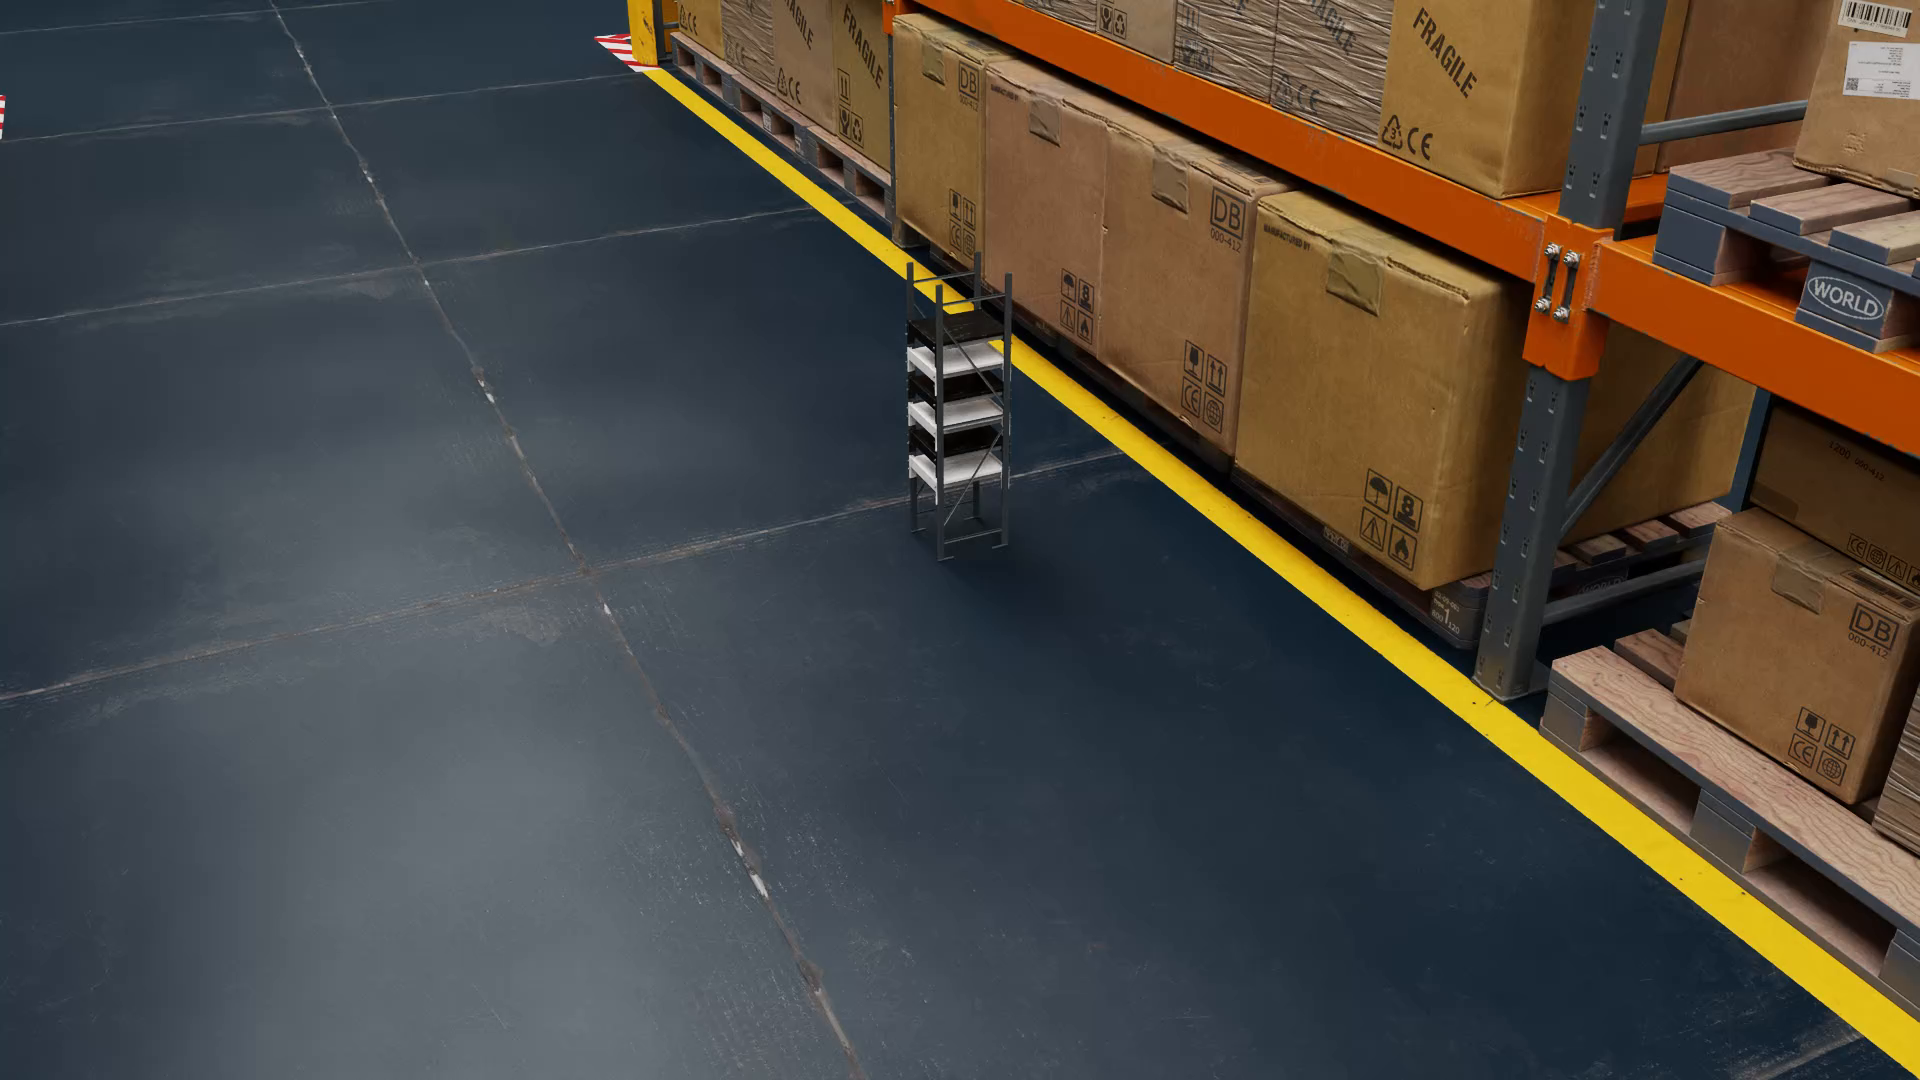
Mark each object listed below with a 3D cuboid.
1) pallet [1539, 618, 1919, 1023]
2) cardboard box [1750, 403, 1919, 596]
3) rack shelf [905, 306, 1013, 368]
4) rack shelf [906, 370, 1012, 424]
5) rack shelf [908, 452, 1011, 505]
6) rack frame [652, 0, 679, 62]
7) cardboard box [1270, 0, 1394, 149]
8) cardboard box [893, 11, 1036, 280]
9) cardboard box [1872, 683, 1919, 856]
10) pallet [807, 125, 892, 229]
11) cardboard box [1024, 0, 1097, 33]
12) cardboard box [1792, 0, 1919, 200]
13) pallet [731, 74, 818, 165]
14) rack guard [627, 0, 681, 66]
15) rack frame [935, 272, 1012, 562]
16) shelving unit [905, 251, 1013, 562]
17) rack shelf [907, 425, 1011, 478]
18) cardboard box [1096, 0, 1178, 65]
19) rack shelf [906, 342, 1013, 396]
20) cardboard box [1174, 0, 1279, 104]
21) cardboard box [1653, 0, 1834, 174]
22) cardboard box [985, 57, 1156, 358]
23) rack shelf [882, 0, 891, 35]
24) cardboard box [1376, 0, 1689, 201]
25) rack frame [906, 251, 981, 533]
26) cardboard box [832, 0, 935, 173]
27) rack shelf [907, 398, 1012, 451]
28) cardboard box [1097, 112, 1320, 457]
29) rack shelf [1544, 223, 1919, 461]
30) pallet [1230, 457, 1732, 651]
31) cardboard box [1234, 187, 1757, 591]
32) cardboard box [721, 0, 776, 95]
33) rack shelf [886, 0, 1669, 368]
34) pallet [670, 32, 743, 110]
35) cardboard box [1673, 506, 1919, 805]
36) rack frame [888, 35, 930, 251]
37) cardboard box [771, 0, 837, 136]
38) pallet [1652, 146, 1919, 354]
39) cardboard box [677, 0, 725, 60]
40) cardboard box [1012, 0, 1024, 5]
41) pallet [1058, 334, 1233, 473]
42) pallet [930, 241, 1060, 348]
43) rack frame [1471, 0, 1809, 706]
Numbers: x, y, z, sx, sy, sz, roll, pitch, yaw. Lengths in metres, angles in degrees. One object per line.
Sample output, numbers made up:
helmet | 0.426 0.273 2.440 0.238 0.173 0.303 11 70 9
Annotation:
pallet | 2.212 0.565 4.027 1.003 0.211 1.213 -13 32 -22
cardboard box | 2.193 -0.136 3.765 0.500 0.250 0.500 -12 31 -20
rack shelf | -0.003 -0.603 4.921 0.258 0.077 0.200 -13 32 -22
rack shelf | -0.003 -0.446 5.009 0.258 0.077 0.200 -13 32 -22
rack shelf | -0.003 -0.210 5.141 0.258 0.077 0.200 -13 32 -22
rack frame | -1.556 -4.531 10.263 1.000 3.000 0.127 -13 32 -22
cardboard box | 1.234 -1.428 4.628 0.500 0.500 0.500 -13 32 -22
cardboard box | 0.454 -1.742 7.033 1.225 0.875 0.875 -13 32 -22
cardboard box | 2.434 0.435 3.512 0.700 0.500 0.500 -16 33 -26
pallet | -0.095 -1.900 8.423 1.003 0.211 1.213 -13 32 -22
cardboard box | 0.564 -2.109 5.842 0.500 0.500 0.500 -14 32 -23
cardboard box | 2.146 -0.994 3.424 0.500 0.500 0.500 -17 34 -28
pallet | -0.622 -2.440 9.385 1.003 0.211 1.213 -13 32 -22
rack guard | -1.566 -3.451 10.894 1.175 0.500 0.348 -13 32 -22
rack frame | 0.040 -0.351 4.956 0.240 0.900 0.006 -13 32 -22
shelving unit | -0.003 -0.396 5.036 0.258 0.900 0.210 -13 32 -22
rack shelf | -0.003 -0.289 5.097 0.258 0.077 0.200 -13 32 -22
cardboard box | 0.790 -1.882 5.437 0.500 0.500 0.500 -12 32 -21
rack shelf | -0.003 -0.524 4.965 0.258 0.077 0.200 -13 32 -22
cardboard box | 1.008 -1.657 5.036 0.500 0.500 0.500 -14 32 -24
cardboard box | 1.915 -1.312 4.422 0.500 0.500 0.500 -12 31 -21
cardboard box | 0.838 -1.347 6.329 1.225 0.875 0.875 -14 32 -24
rack shelf | -0.697 -3.334 8.864 1.077 0.370 4.000 -13 32 -22
cardboard box | 1.443 -1.207 4.233 0.500 0.500 0.500 -12 31 -20
rack frame | -0.047 -0.441 5.116 0.240 0.900 0.006 -13 32 -22
cardboard box | -0.050 -2.329 8.079 0.875 0.875 0.875 -13 32 -22
rack shelf | -0.003 -0.367 5.053 0.258 0.077 0.200 -13 32 -22
cardboard box | 1.225 -0.958 5.635 1.225 0.875 0.875 -13 32 -22
rack shelf | 2.737 0.200 2.562 1.077 0.370 4.000 -13 32 -22
pallet | 1.608 -0.145 5.292 1.003 0.211 1.213 -13 32 -22
cardboard box | 1.601 -0.563 4.930 1.225 0.875 0.875 -15 32 -24
cardboard box | -0.818 -3.119 9.489 0.875 0.875 0.875 -13 32 -22
rack shelf | 1.020 -1.567 5.713 1.077 0.370 4.000 -13 32 -22
pallet | -1.142 -2.978 10.345 1.003 0.211 1.213 -13 32 -22
cardboard box | 2.184 0.193 3.945 0.700 0.500 0.500 -15 33 -25
rack frame | 0.161 -2.764 7.112 1.000 3.000 0.127 -13 32 -22
cardboard box | -0.436 -2.726 8.788 0.875 0.875 0.875 -13 32 -22
pallet | 2.280 -0.621 3.487 1.213 0.211 1.003 -13 32 -22
cardboard box | -1.209 -3.521 10.206 0.875 0.875 0.875 -13 32 -22
cardboard box | 0.349 -2.330 6.236 0.500 0.500 0.500 -13 32 -22
pallet | 1.088 -0.683 6.252 1.003 0.211 1.213 -13 32 -22
pallet | 0.560 -1.223 7.215 1.003 0.211 1.213 -13 32 -22
rack frame | 1.878 -0.997 3.961 1.000 3.000 0.127 -13 32 -22
